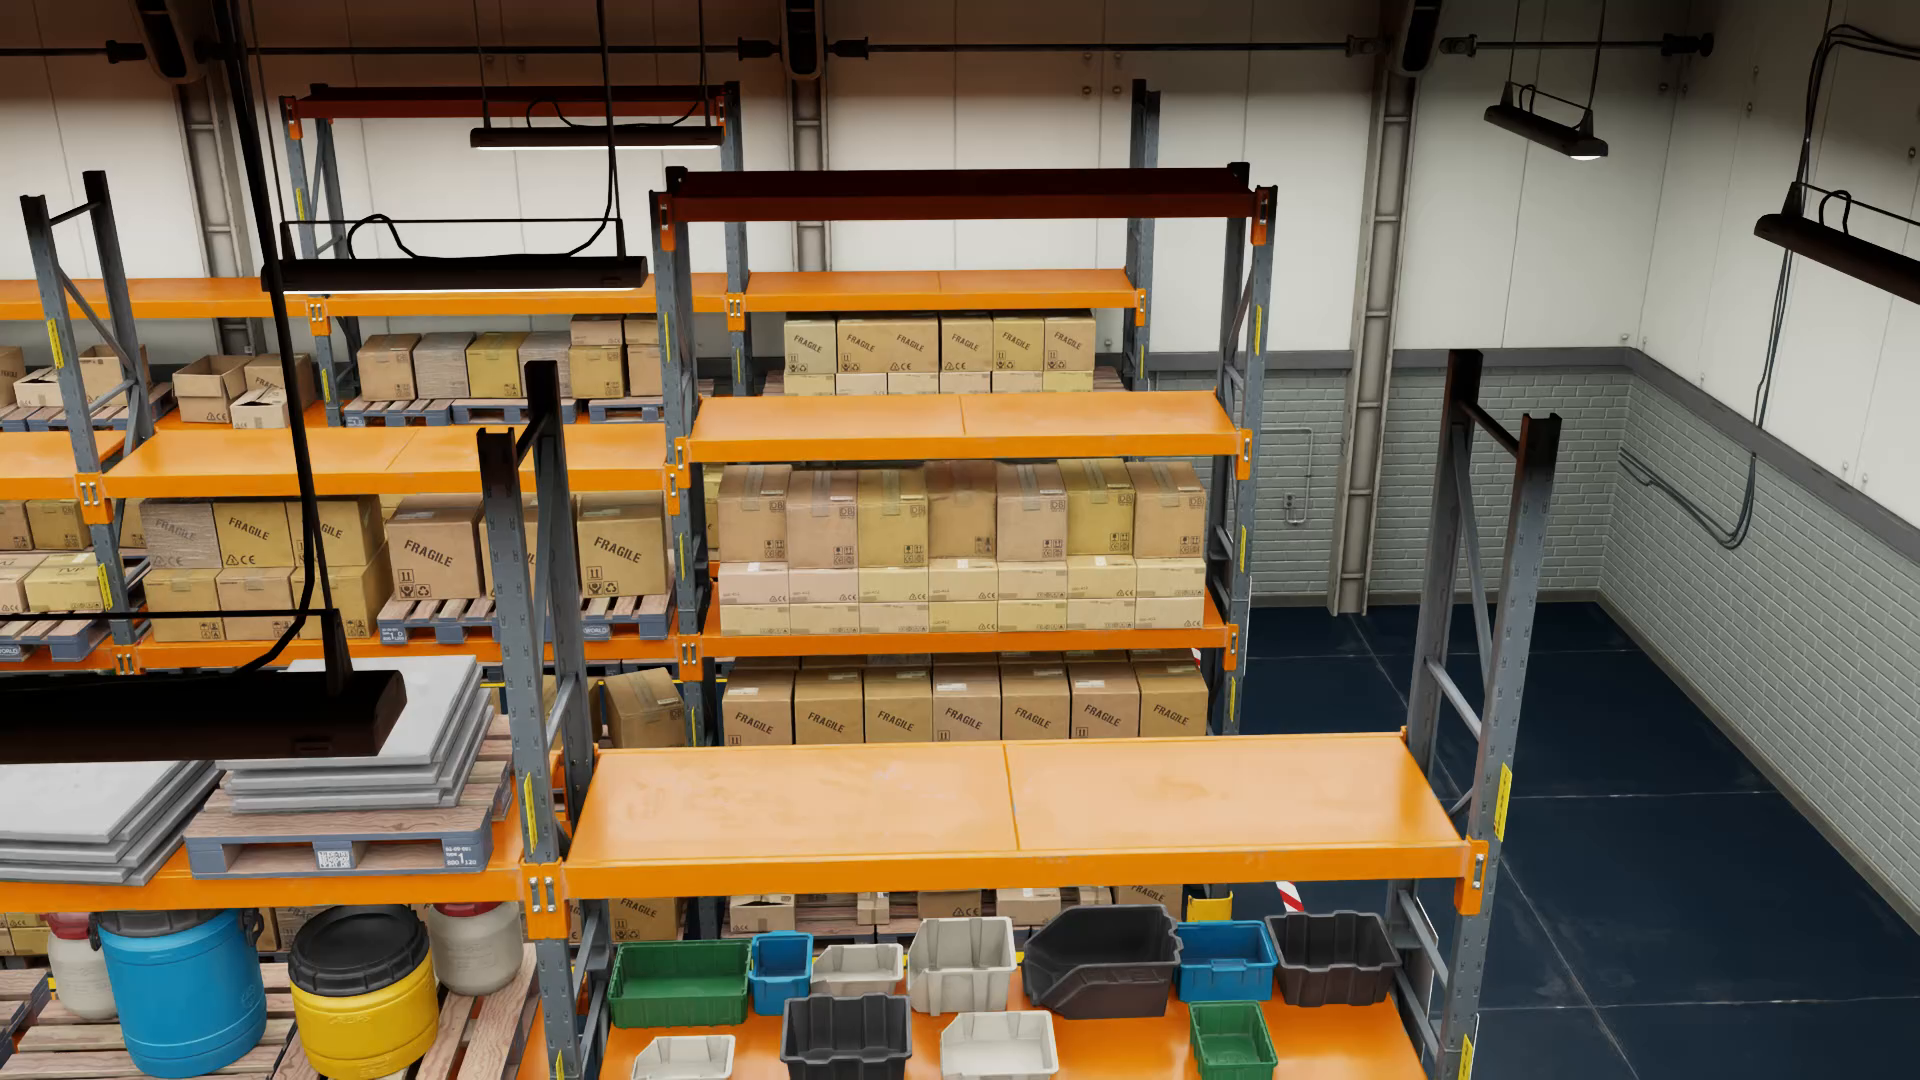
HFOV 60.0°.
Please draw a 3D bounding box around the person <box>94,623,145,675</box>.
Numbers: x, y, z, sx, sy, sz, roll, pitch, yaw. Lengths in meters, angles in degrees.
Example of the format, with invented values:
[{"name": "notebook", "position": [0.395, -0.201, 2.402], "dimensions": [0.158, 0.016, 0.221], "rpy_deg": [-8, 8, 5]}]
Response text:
[{"name": "person", "position": [-8.126, 1.081, 16.098], "dimensions": [0.484, 1.780, 0.577], "rpy_deg": [6, 23, 14]}]
